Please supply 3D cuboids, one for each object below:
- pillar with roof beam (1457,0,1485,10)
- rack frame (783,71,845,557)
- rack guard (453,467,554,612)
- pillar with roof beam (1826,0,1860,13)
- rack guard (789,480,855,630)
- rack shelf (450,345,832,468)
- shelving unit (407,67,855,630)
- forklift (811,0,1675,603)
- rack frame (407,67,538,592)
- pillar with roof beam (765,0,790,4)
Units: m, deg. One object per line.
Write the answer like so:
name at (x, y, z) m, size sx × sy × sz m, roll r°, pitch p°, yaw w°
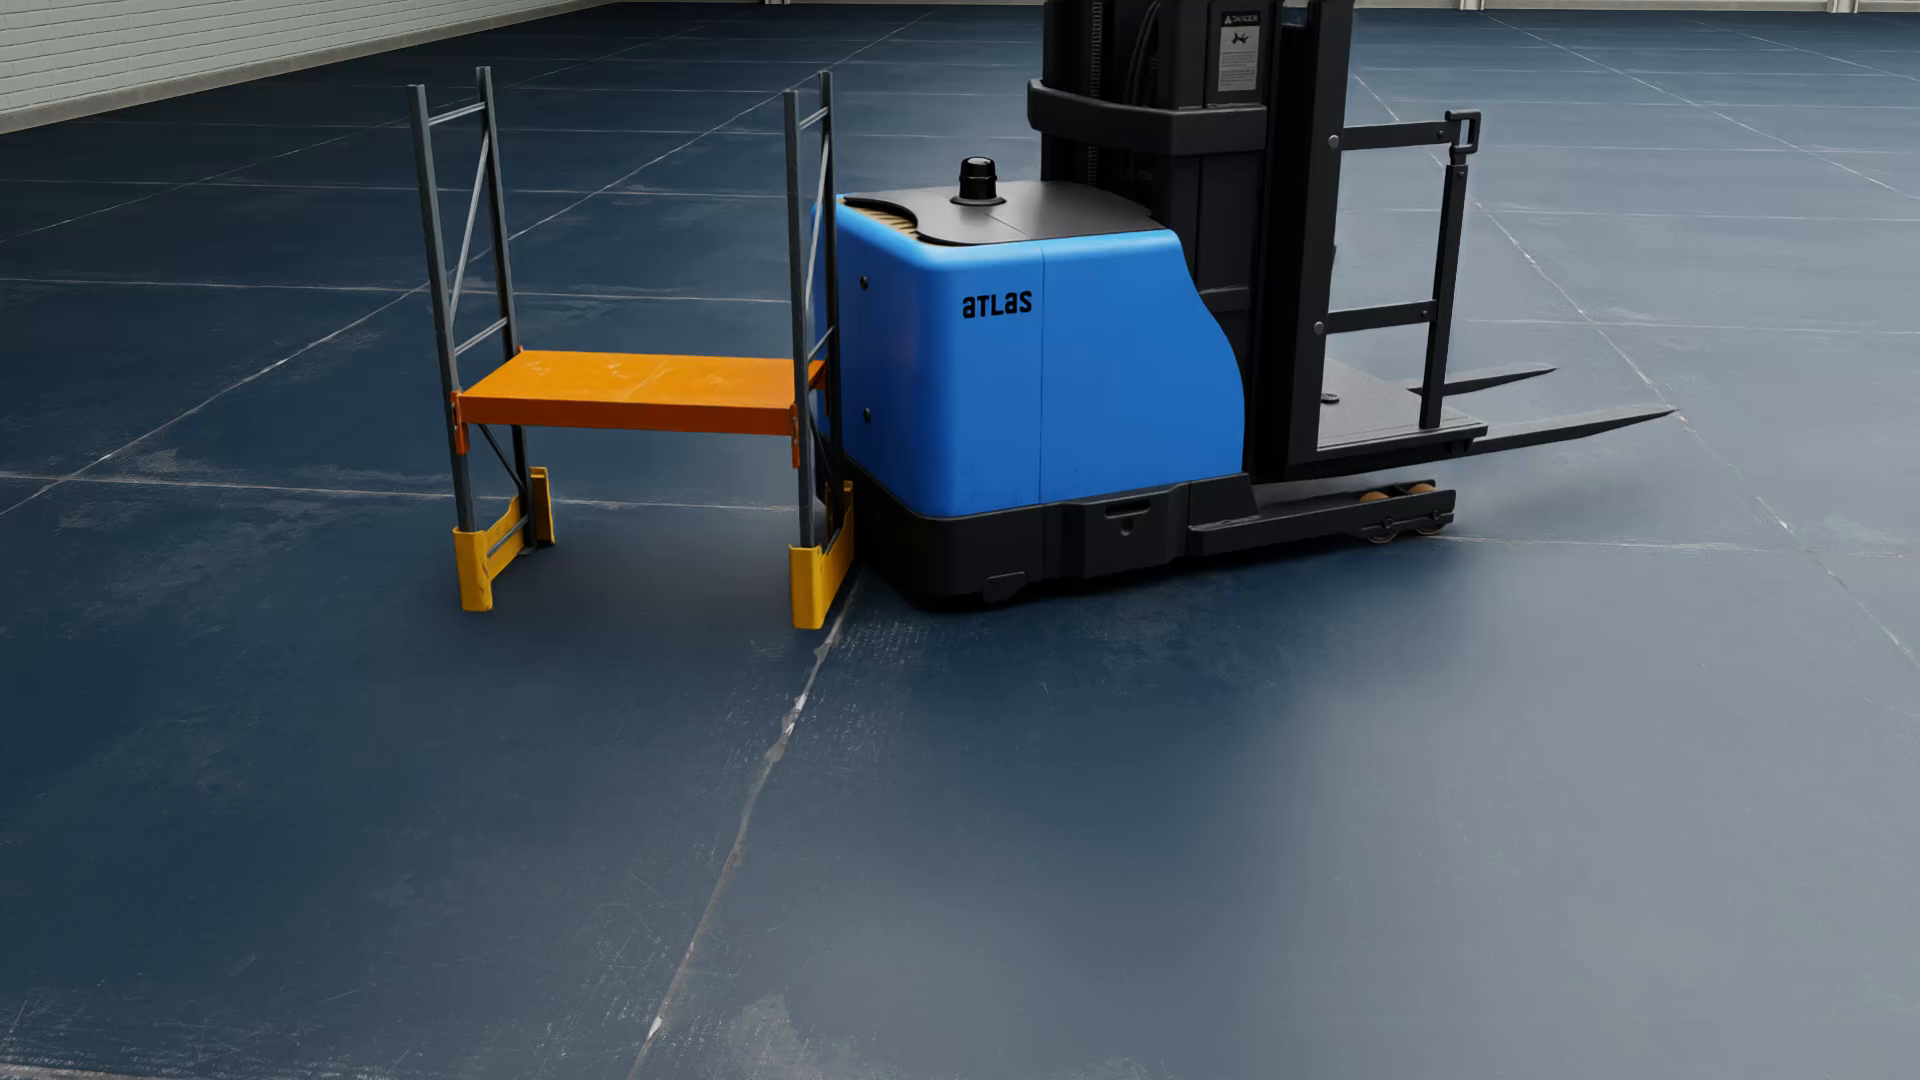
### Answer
pillar with roof beam at (8.167, -11.638, 22.637) m, size 0.400 × 9.000 × 9.100 m, roll 2°, pitch 22°, yaw 6°
rack frame at (-0.409, -0.546, 4.781) m, size 0.032 × 1.500 × 0.500 m, roll 3°, pitch 22°, yaw 7°
rack guard at (-1.398, -0.011, 5.127) m, size 0.087 × 0.250 × 0.587 m, roll 3°, pitch 22°, yaw 7°
pillar with roof beam at (14.125, -11.378, 21.980) m, size 0.400 × 9.000 × 9.100 m, roll 2°, pitch 22°, yaw 6°
rack guard at (-0.410, 0.035, 5.011) m, size 0.087 × 0.250 × 0.587 m, roll 3°, pitch 22°, yaw 7°
rack shelf at (-0.913, -0.402, 4.907) m, size 1.000 × 0.185 × 0.538 m, roll 3°, pitch 22°, yaw 7°
shelving unit at (-0.904, -0.569, 4.839) m, size 1.083 × 1.500 × 0.587 m, roll 3°, pitch 22°, yaw 7°
forklift at (1.076, -1.518, 5.293) m, size 3.031 × 2.935 × 1.130 m, roll -9°, pitch 23°, yaw -22°
rack frame at (-1.418, -0.593, 4.899) m, size 0.032 × 1.500 × 0.500 m, roll 3°, pitch 22°, yaw 7°
pillar with roof beam at (-3.749, -12.157, 23.950) m, size 0.400 × 9.000 × 9.100 m, roll 2°, pitch 22°, yaw 6°
